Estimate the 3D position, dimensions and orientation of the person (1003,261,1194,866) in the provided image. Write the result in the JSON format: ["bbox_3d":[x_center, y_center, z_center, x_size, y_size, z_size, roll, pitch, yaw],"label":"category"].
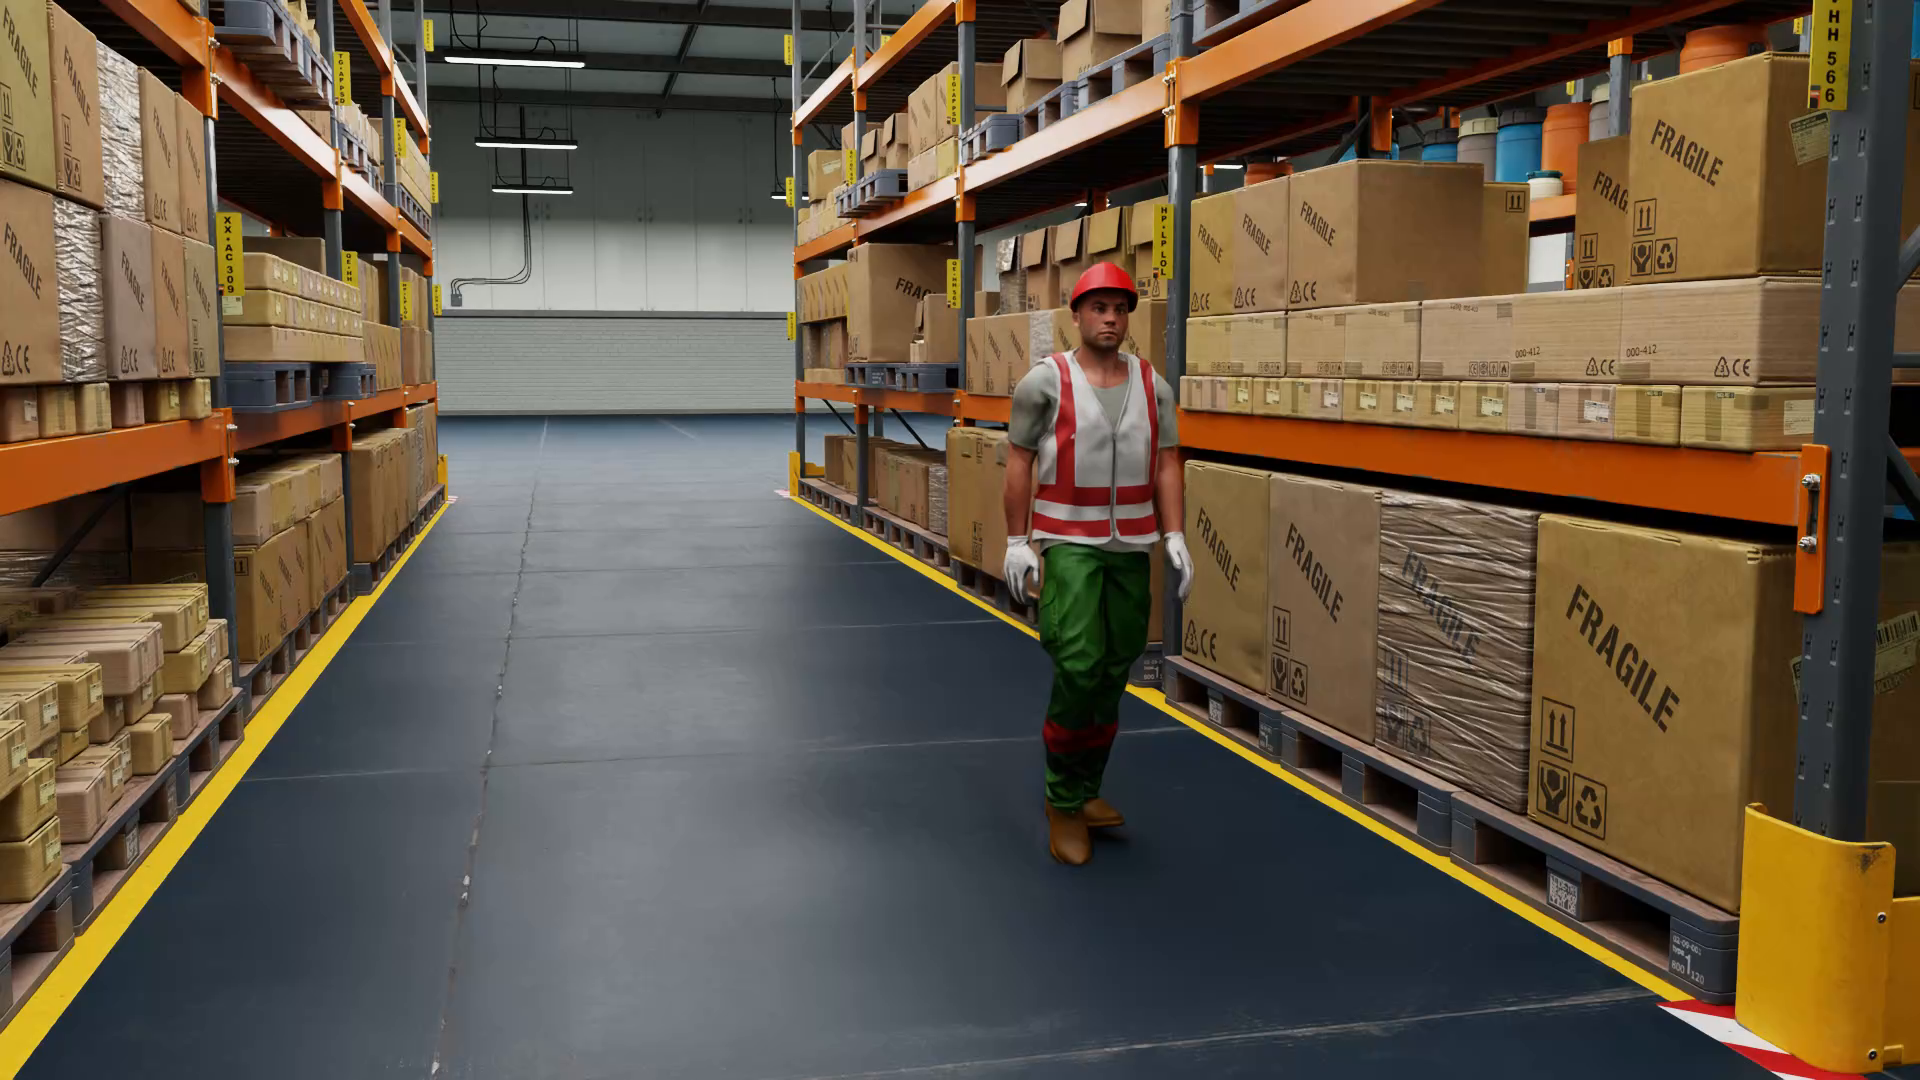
[{"bbox_3d":[0.430,0.066,5.146,0.543,1.838,0.511,-2,6,-19],"label":"person"}]
